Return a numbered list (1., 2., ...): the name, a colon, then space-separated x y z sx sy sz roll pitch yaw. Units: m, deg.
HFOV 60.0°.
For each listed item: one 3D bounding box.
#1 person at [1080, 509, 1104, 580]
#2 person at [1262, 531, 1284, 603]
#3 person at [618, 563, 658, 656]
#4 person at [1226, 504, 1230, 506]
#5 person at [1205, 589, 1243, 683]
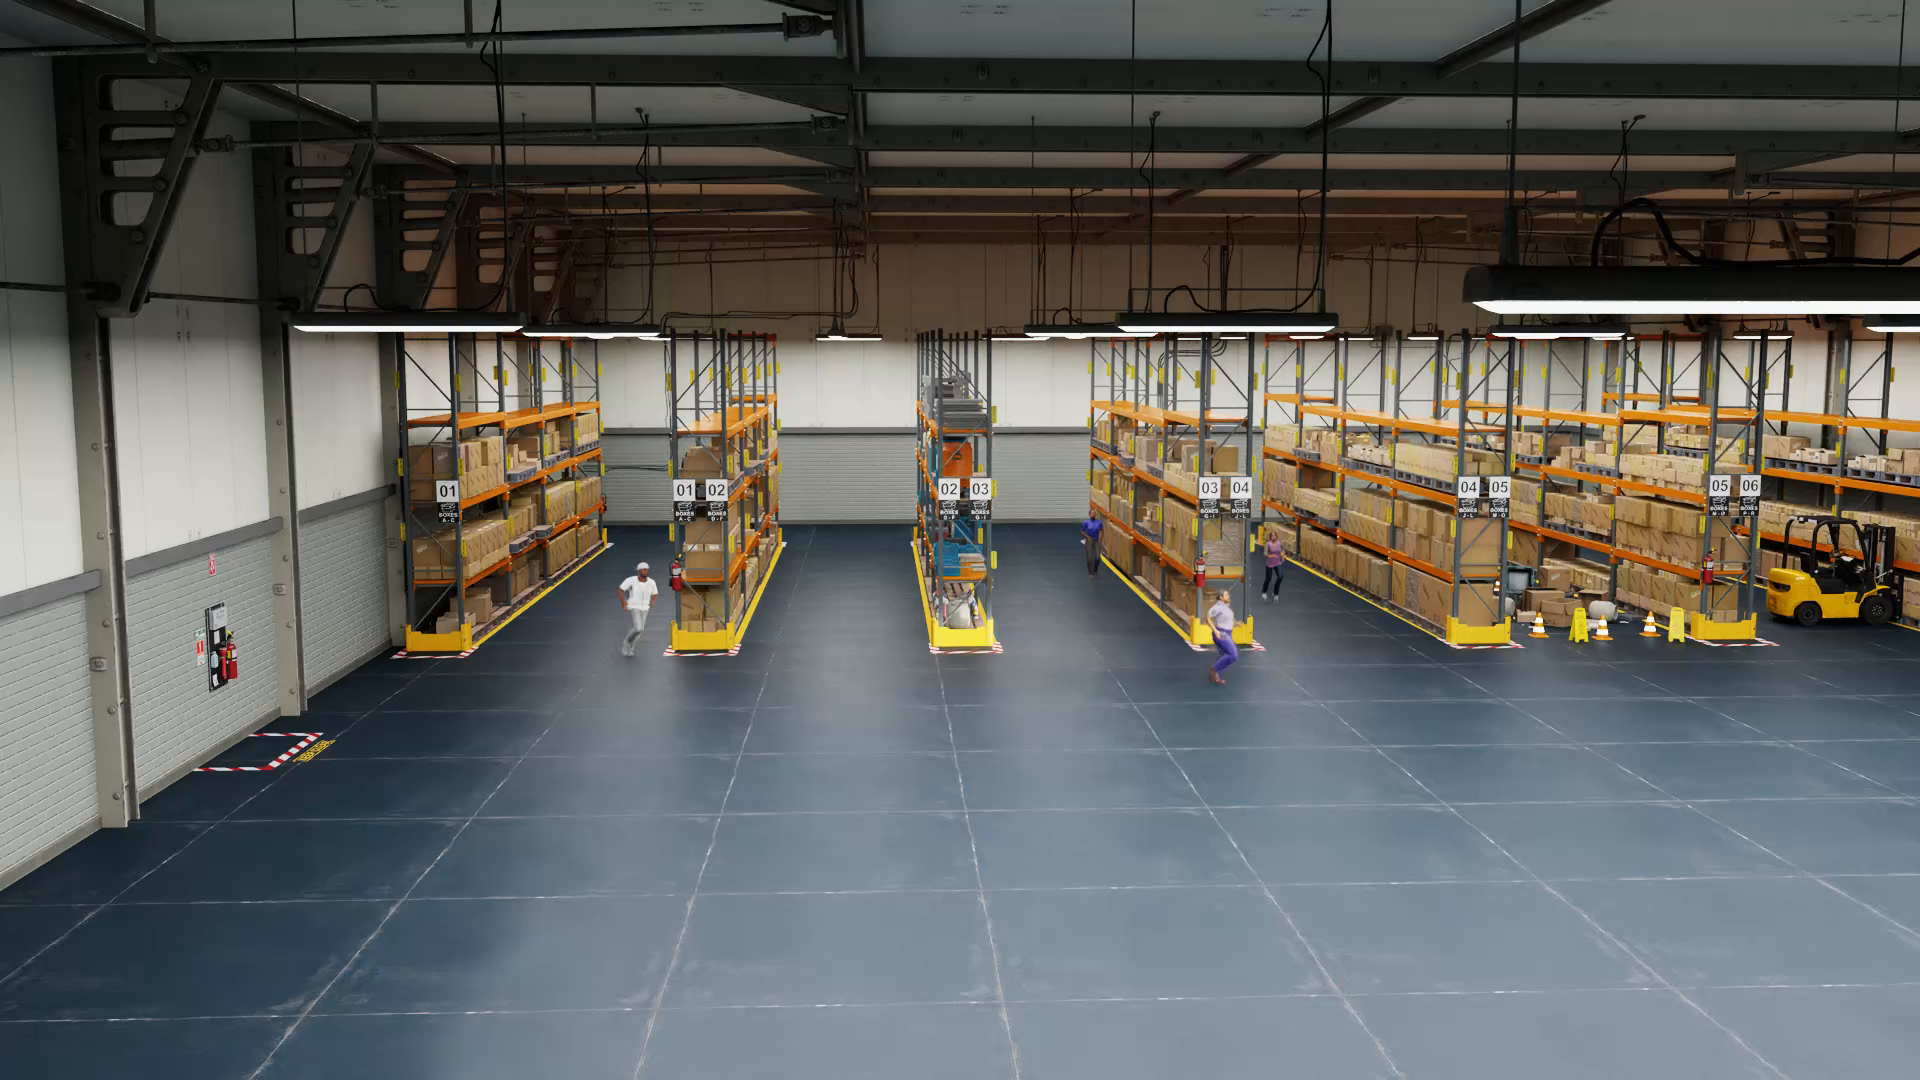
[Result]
1. person: 3.071 0.111 38.428 0.576 1.664 0.569 0 7 -4
2. person: 6.961 0.586 36.875 0.546 1.596 0.815 -1 7 -6
3. person: -5.865 1.272 30.531 0.731 1.709 0.589 -5 8 -37
4. person: 7.376 -0.702 47.802 0.671 1.597 0.593 3 7 22
5. person: 4.469 1.626 28.008 0.573 1.609 0.592 3 7 22
